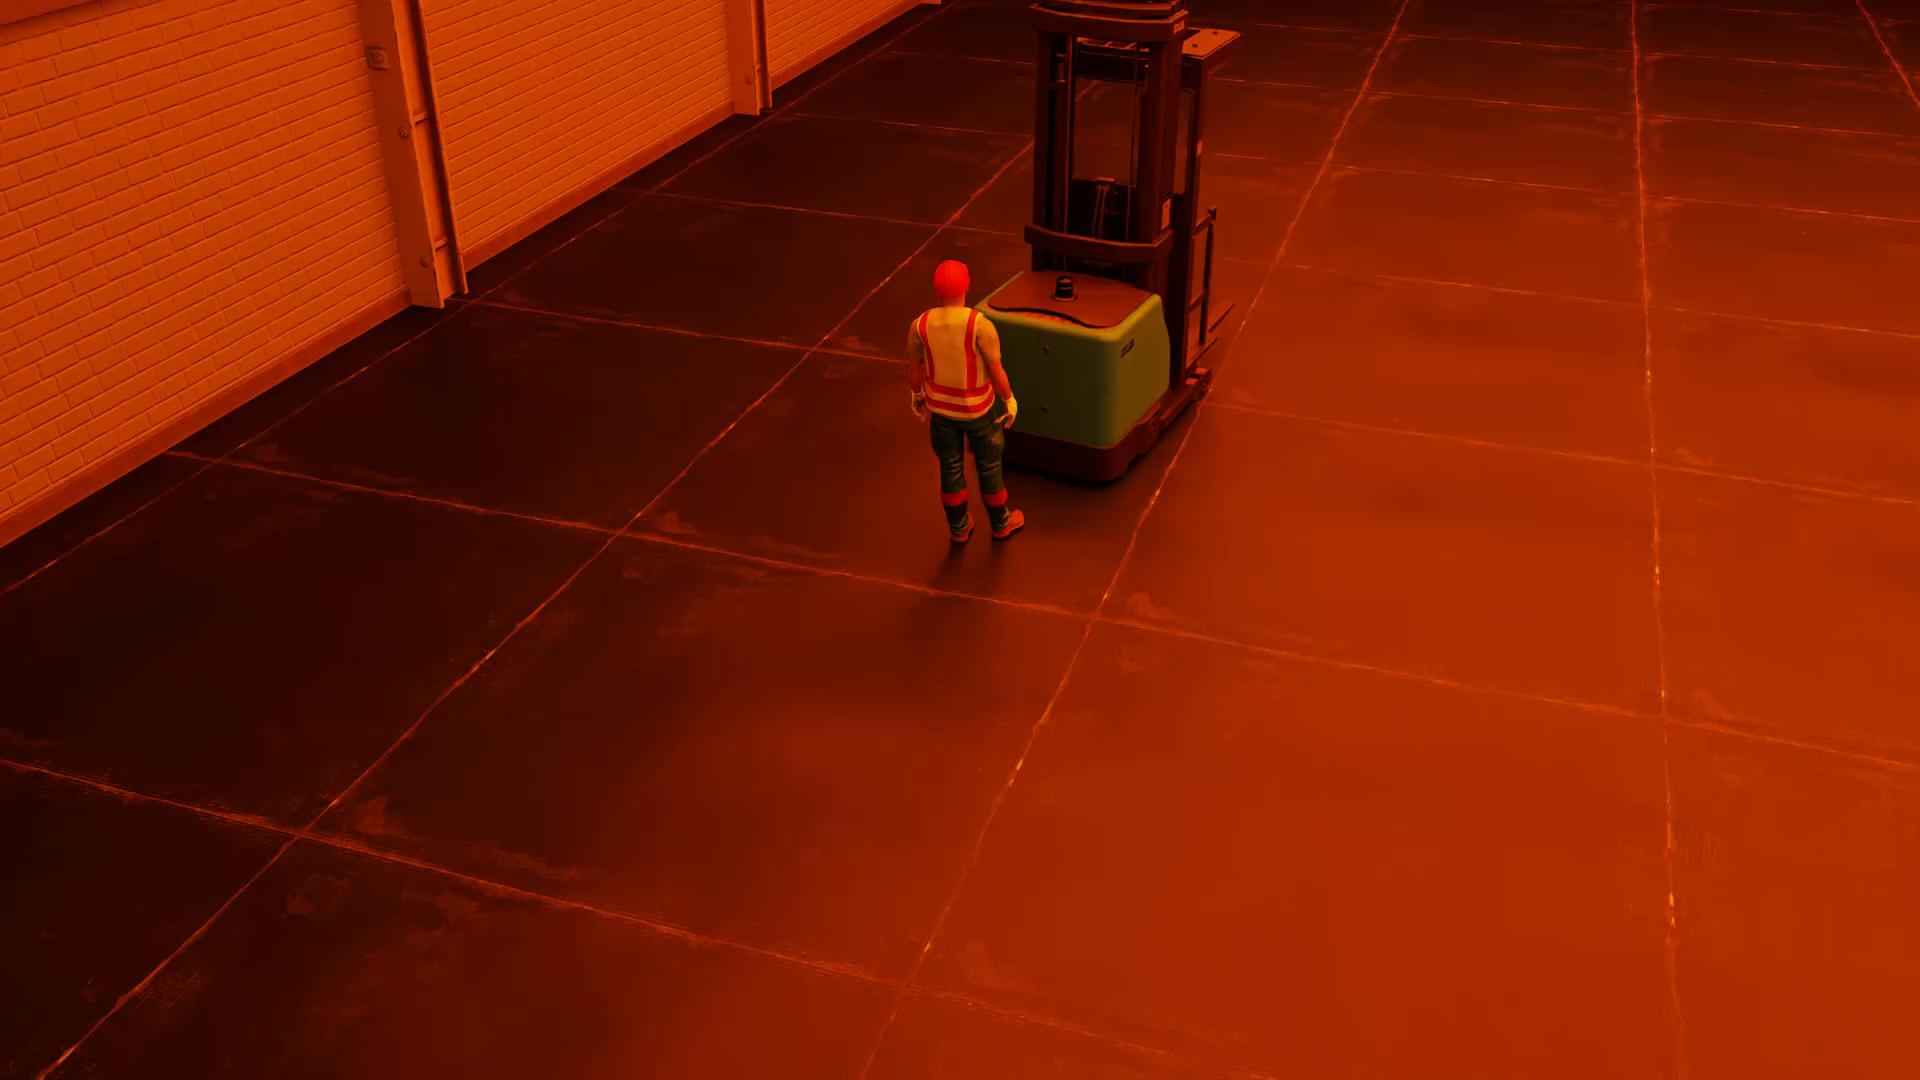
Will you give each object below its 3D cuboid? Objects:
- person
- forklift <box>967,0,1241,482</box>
[{"bbox_3d":[0.038,-0.820,9.712,0.637,1.790,0.562,10,31,16],"label":"person"},{"bbox_3d":[1.161,-2.349,11.257,1.130,2.935,3.031,14,33,23],"label":"forklift"}]
